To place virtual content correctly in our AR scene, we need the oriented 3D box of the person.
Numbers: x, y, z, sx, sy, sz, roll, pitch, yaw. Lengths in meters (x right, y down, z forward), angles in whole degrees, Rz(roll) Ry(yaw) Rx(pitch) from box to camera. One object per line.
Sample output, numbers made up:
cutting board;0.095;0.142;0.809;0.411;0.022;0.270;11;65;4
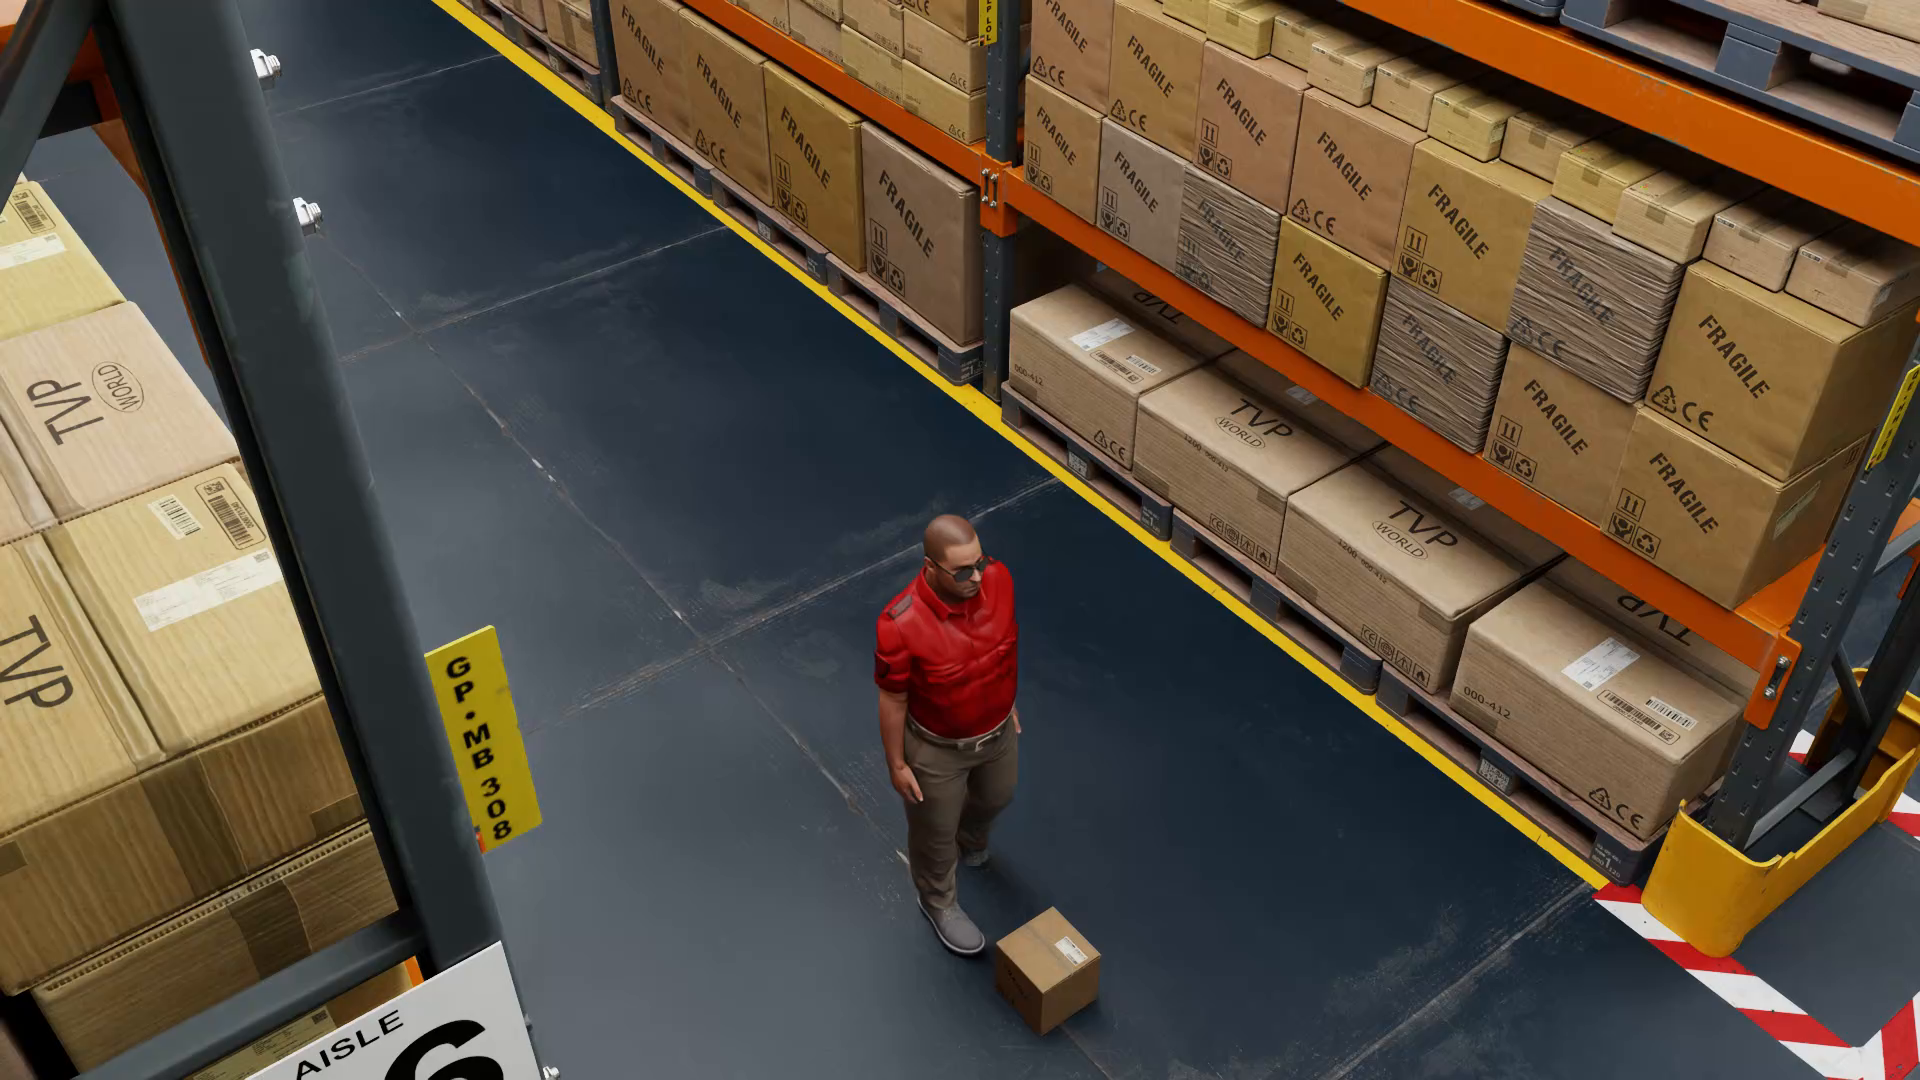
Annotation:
person;-0.005;0.662;5.443;0.546;1.806;0.481;-26;47;-28
